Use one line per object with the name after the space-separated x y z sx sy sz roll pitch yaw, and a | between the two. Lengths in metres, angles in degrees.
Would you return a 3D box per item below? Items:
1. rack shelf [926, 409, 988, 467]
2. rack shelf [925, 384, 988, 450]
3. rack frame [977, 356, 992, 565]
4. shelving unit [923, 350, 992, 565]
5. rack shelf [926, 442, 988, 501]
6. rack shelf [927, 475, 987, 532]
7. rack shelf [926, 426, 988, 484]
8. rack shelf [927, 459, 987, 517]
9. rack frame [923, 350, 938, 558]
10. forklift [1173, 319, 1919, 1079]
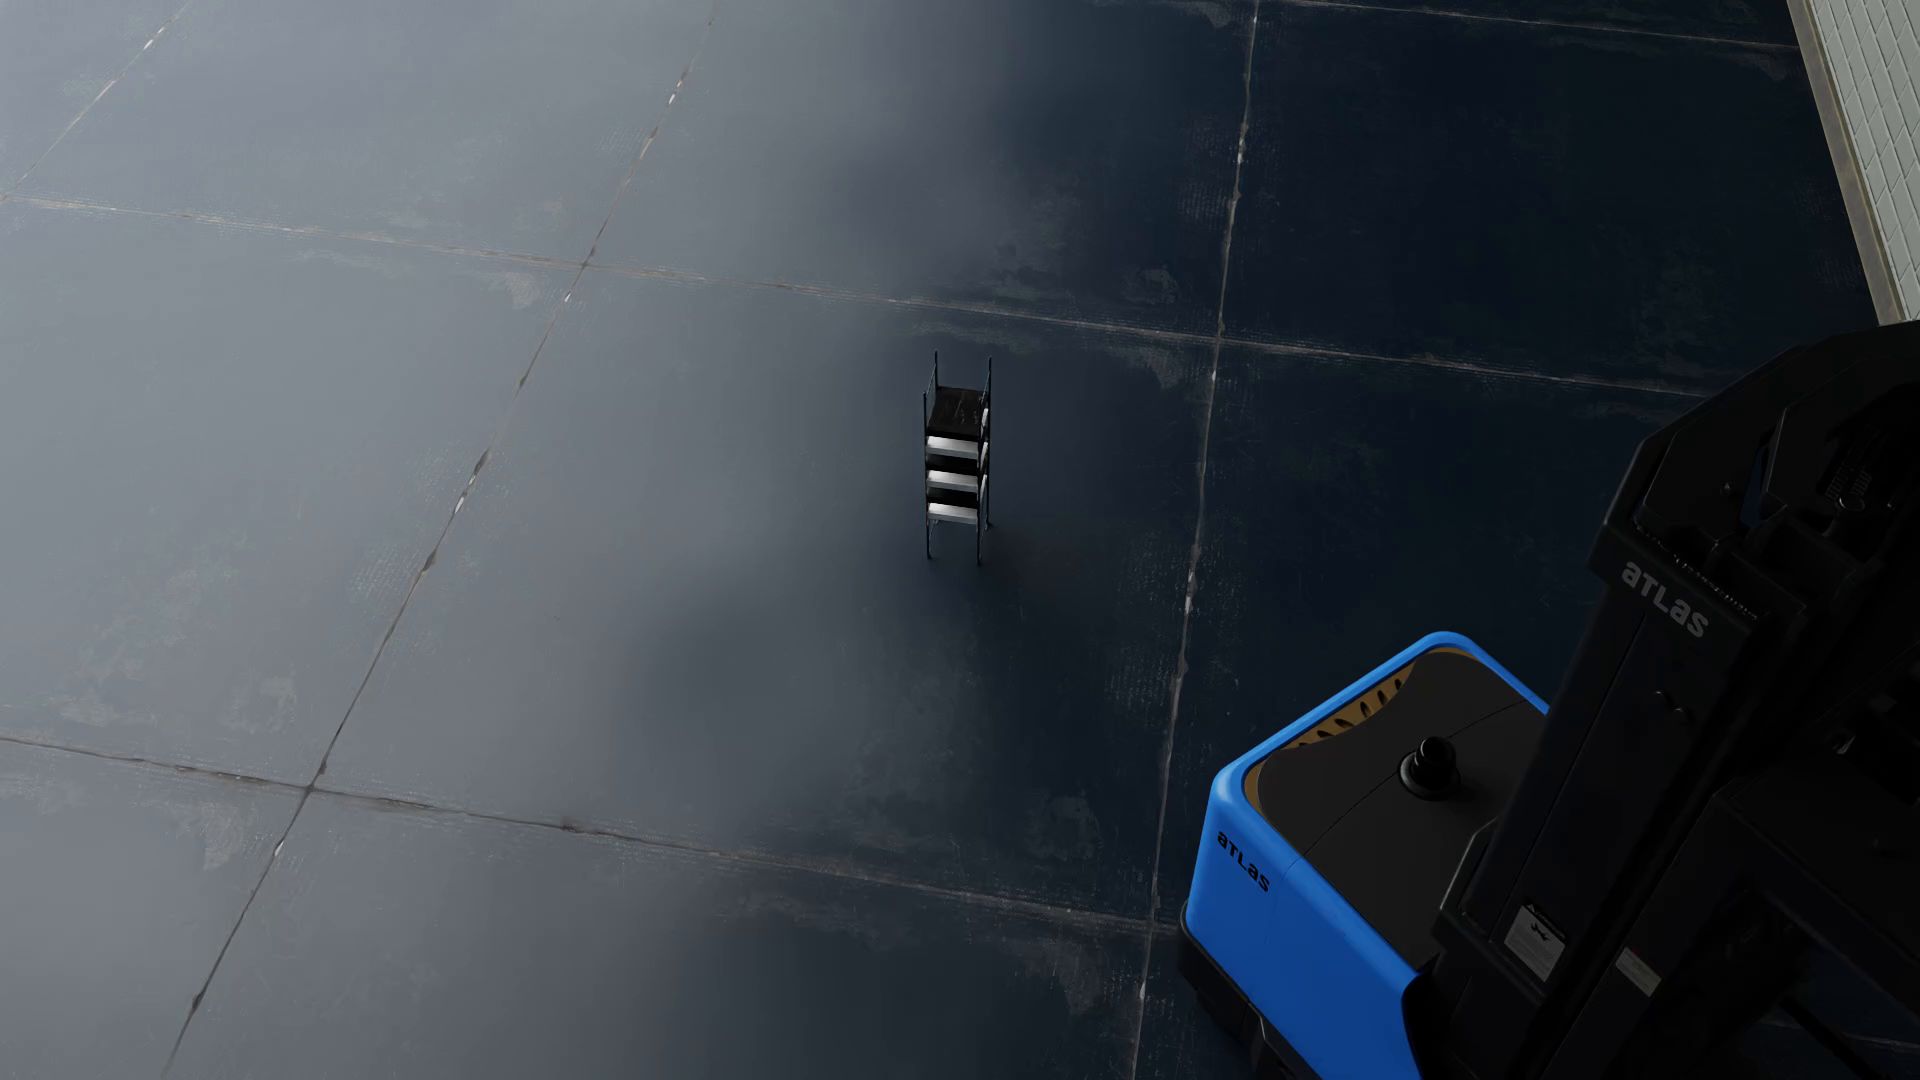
-0.008 -0.400 6.279 0.200 0.077 0.258 8 49 7 | rack shelf
-0.008 -0.460 6.212 0.200 0.077 0.258 8 49 7 | rack shelf
0.092 -0.288 6.376 0.006 0.900 0.240 8 49 7 | rack frame
-0.008 -0.302 6.388 0.210 0.900 0.258 8 49 7 | shelving unit
-0.008 -0.280 6.413 0.200 0.077 0.258 8 49 7 | rack shelf
-0.008 -0.159 6.547 0.200 0.077 0.258 8 49 7 | rack shelf
-0.008 -0.340 6.346 0.200 0.077 0.258 8 49 7 | rack shelf
-0.008 -0.219 6.480 0.200 0.077 0.258 8 49 7 | rack shelf
-0.108 -0.315 6.400 0.006 0.900 0.240 8 49 7 | rack frame
1.962 1.091 3.771 1.130 2.935 3.031 -28 54 -23 | forklift
